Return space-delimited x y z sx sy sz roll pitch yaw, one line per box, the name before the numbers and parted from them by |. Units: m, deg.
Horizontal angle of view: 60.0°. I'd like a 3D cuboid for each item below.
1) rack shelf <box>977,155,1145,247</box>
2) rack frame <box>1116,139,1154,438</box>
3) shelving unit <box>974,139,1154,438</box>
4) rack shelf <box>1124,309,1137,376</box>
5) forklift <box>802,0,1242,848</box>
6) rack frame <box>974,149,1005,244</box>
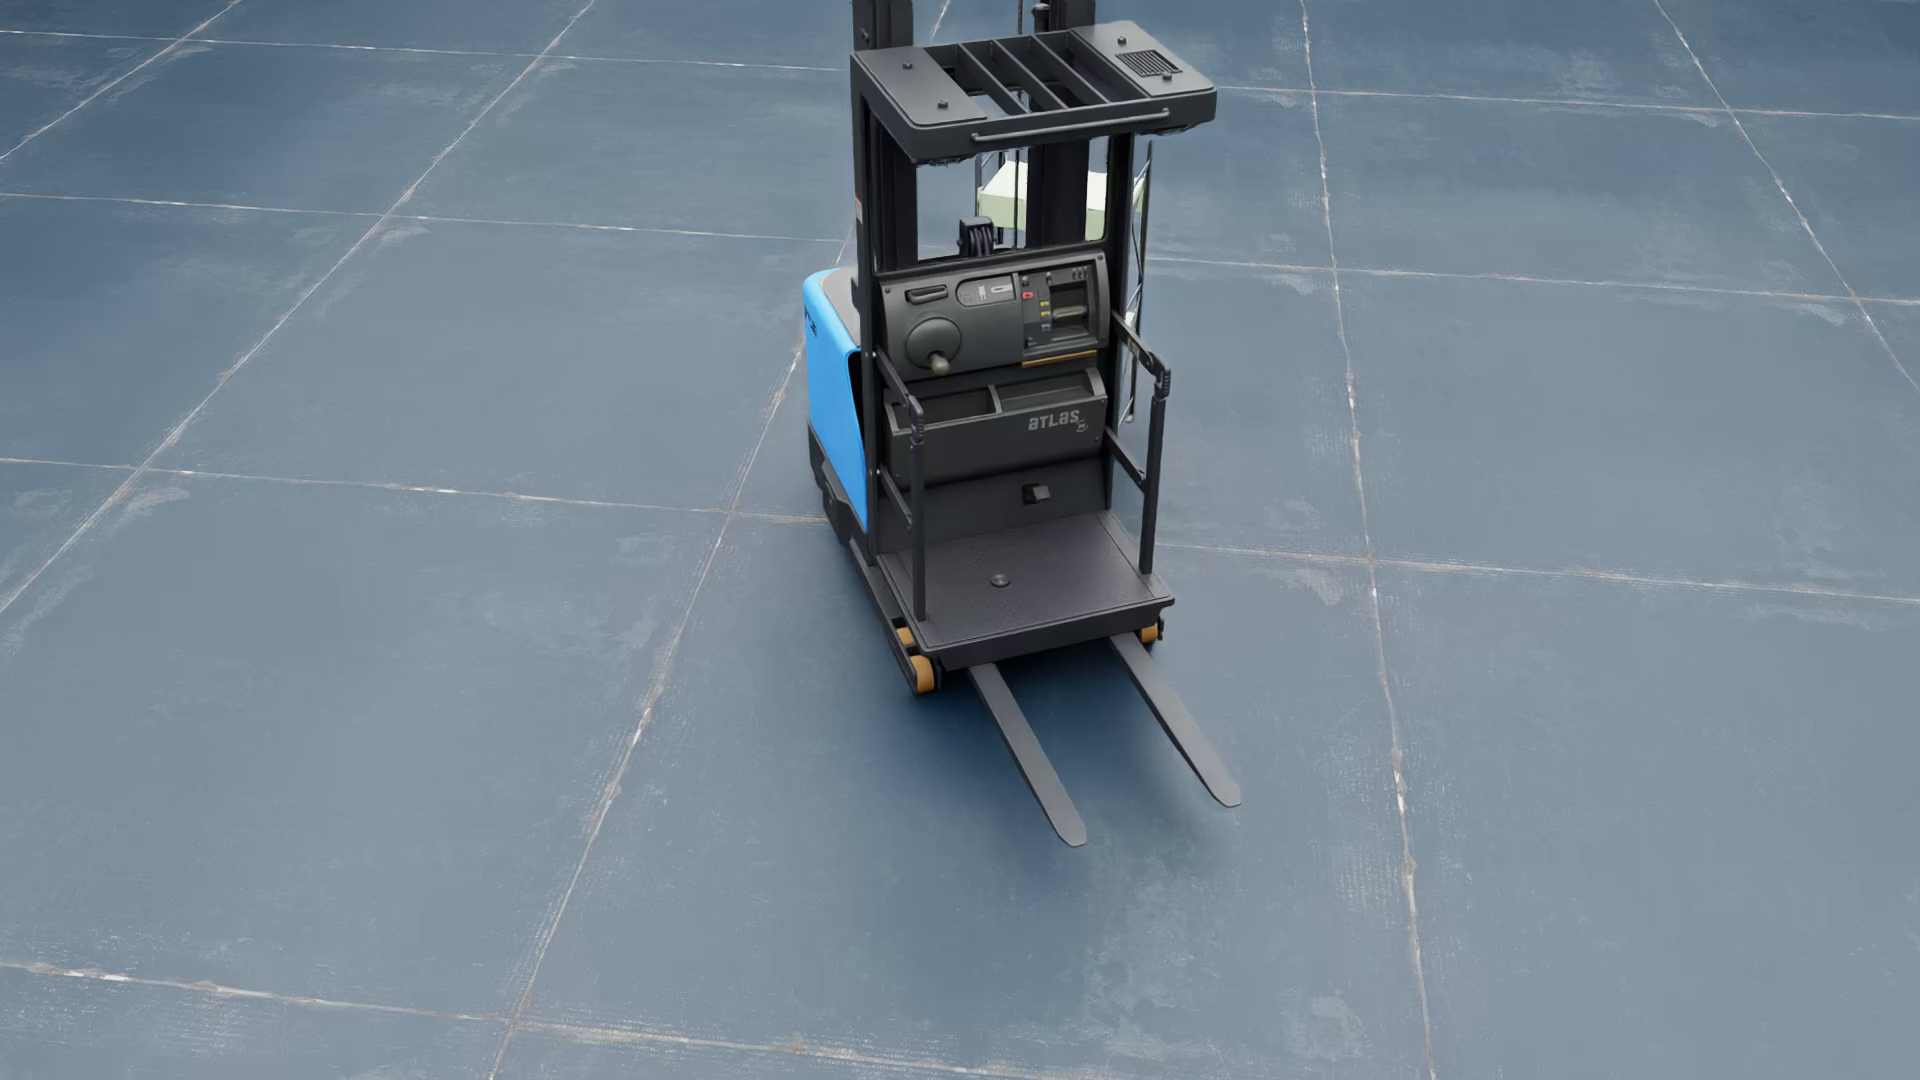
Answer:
rack shelf | 0.488 -1.545 7.952 0.720 0.370 0.431 11 37 15
rack frame | 0.834 -1.158 8.082 0.023 1.500 0.400 11 37 15
shelving unit | 0.488 -1.227 8.178 0.755 1.500 0.431 11 37 15
rack shelf | 0.488 -0.962 8.368 0.720 0.370 0.431 11 37 15
forklift | 0.219 -0.825 6.383 1.130 2.935 3.031 -11 37 -15
rack frame | 0.142 -1.296 8.275 0.023 1.500 0.400 11 37 15
